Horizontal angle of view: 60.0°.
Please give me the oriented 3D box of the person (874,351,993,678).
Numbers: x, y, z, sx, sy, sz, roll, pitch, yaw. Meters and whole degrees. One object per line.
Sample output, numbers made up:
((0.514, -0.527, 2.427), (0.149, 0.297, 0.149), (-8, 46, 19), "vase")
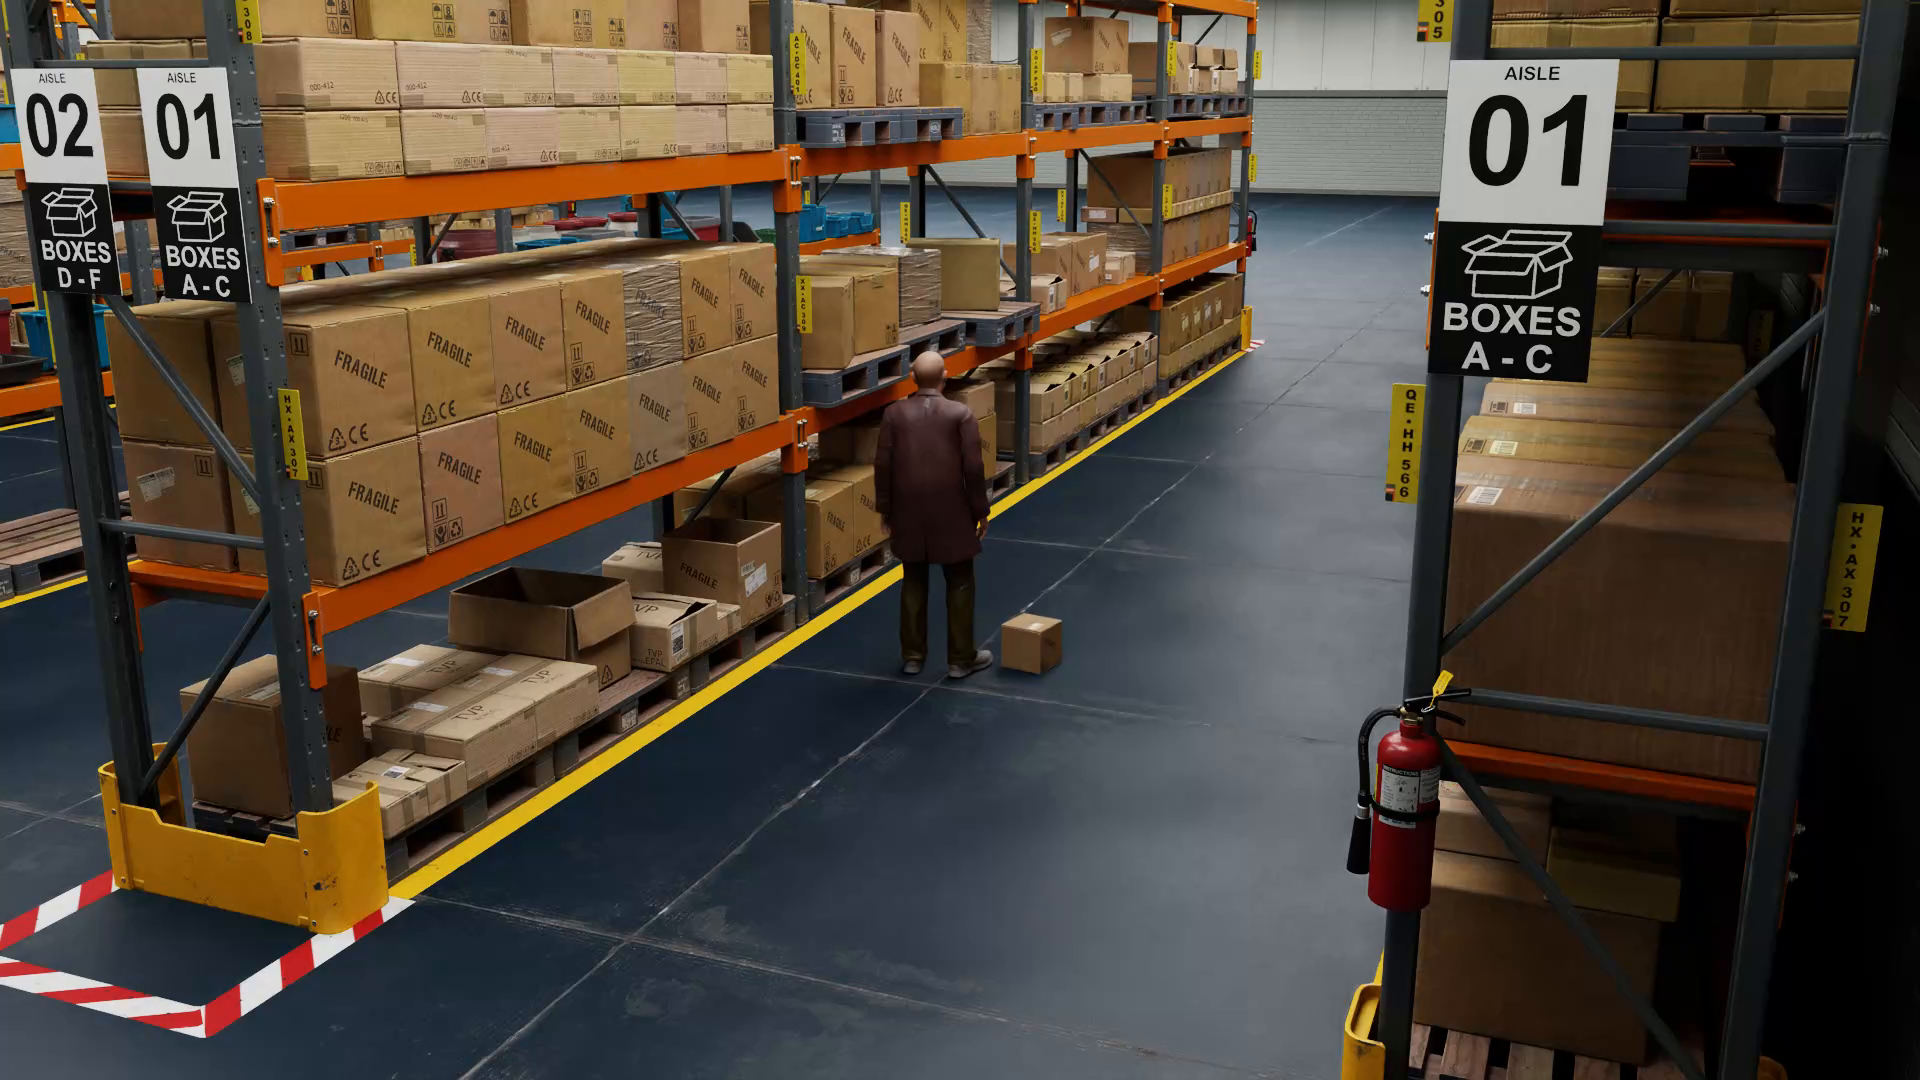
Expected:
((-0.150, -0.140, 9.069), (0.649, 1.772, 0.433), (4, 16, 14), "person")
